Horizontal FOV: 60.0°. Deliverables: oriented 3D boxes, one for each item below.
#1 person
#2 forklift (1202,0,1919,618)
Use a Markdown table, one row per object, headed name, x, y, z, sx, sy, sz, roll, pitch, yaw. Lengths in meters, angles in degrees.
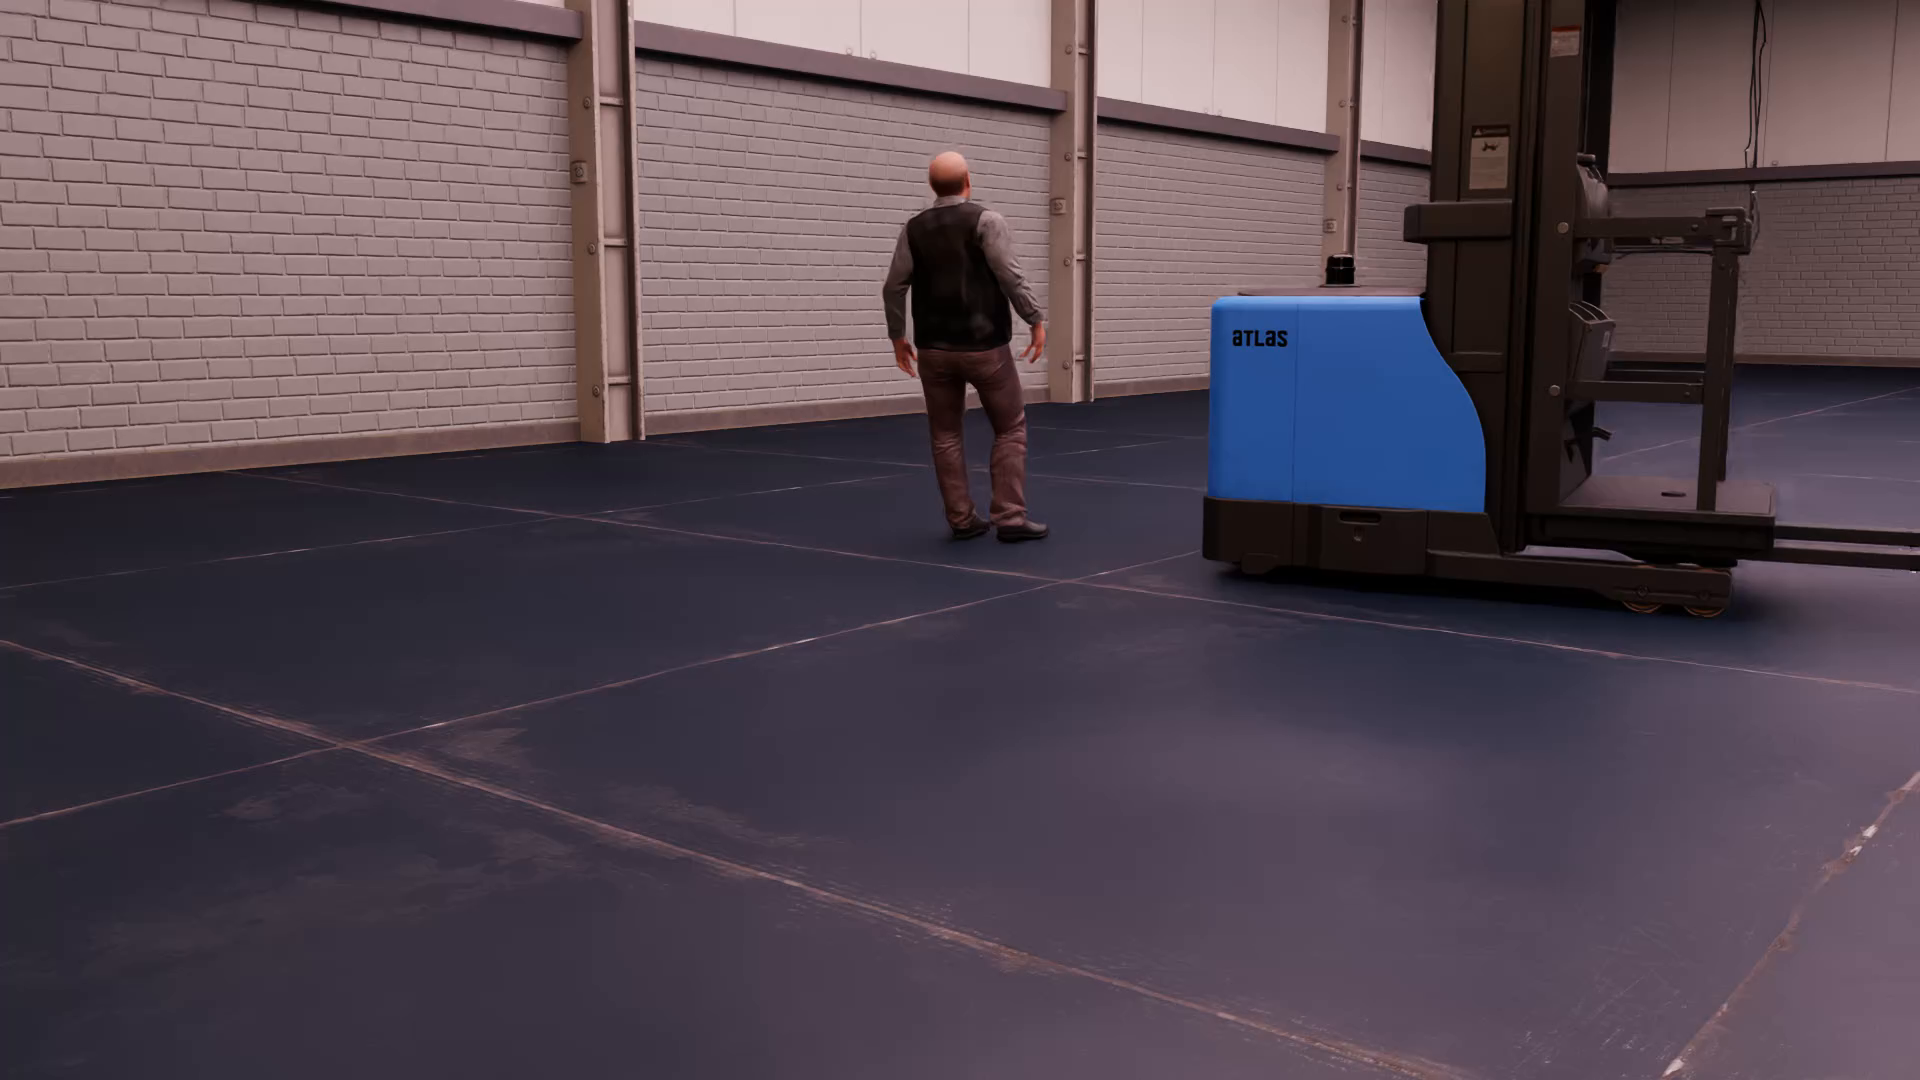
| name | x | y | z | sx | sy | sz | roll | pitch | yaw |
| --- | --- | --- | --- | --- | --- | --- | --- | --- | --- |
| person | 0.043 | -0.842 | 7.369 | 0.712 | 1.711 | 0.504 | 4 | 9 | 23 |
| forklift | 2.494 | -1.275 | 5.998 | 3.031 | 2.935 | 1.130 | 4 | 9 | 26 |
